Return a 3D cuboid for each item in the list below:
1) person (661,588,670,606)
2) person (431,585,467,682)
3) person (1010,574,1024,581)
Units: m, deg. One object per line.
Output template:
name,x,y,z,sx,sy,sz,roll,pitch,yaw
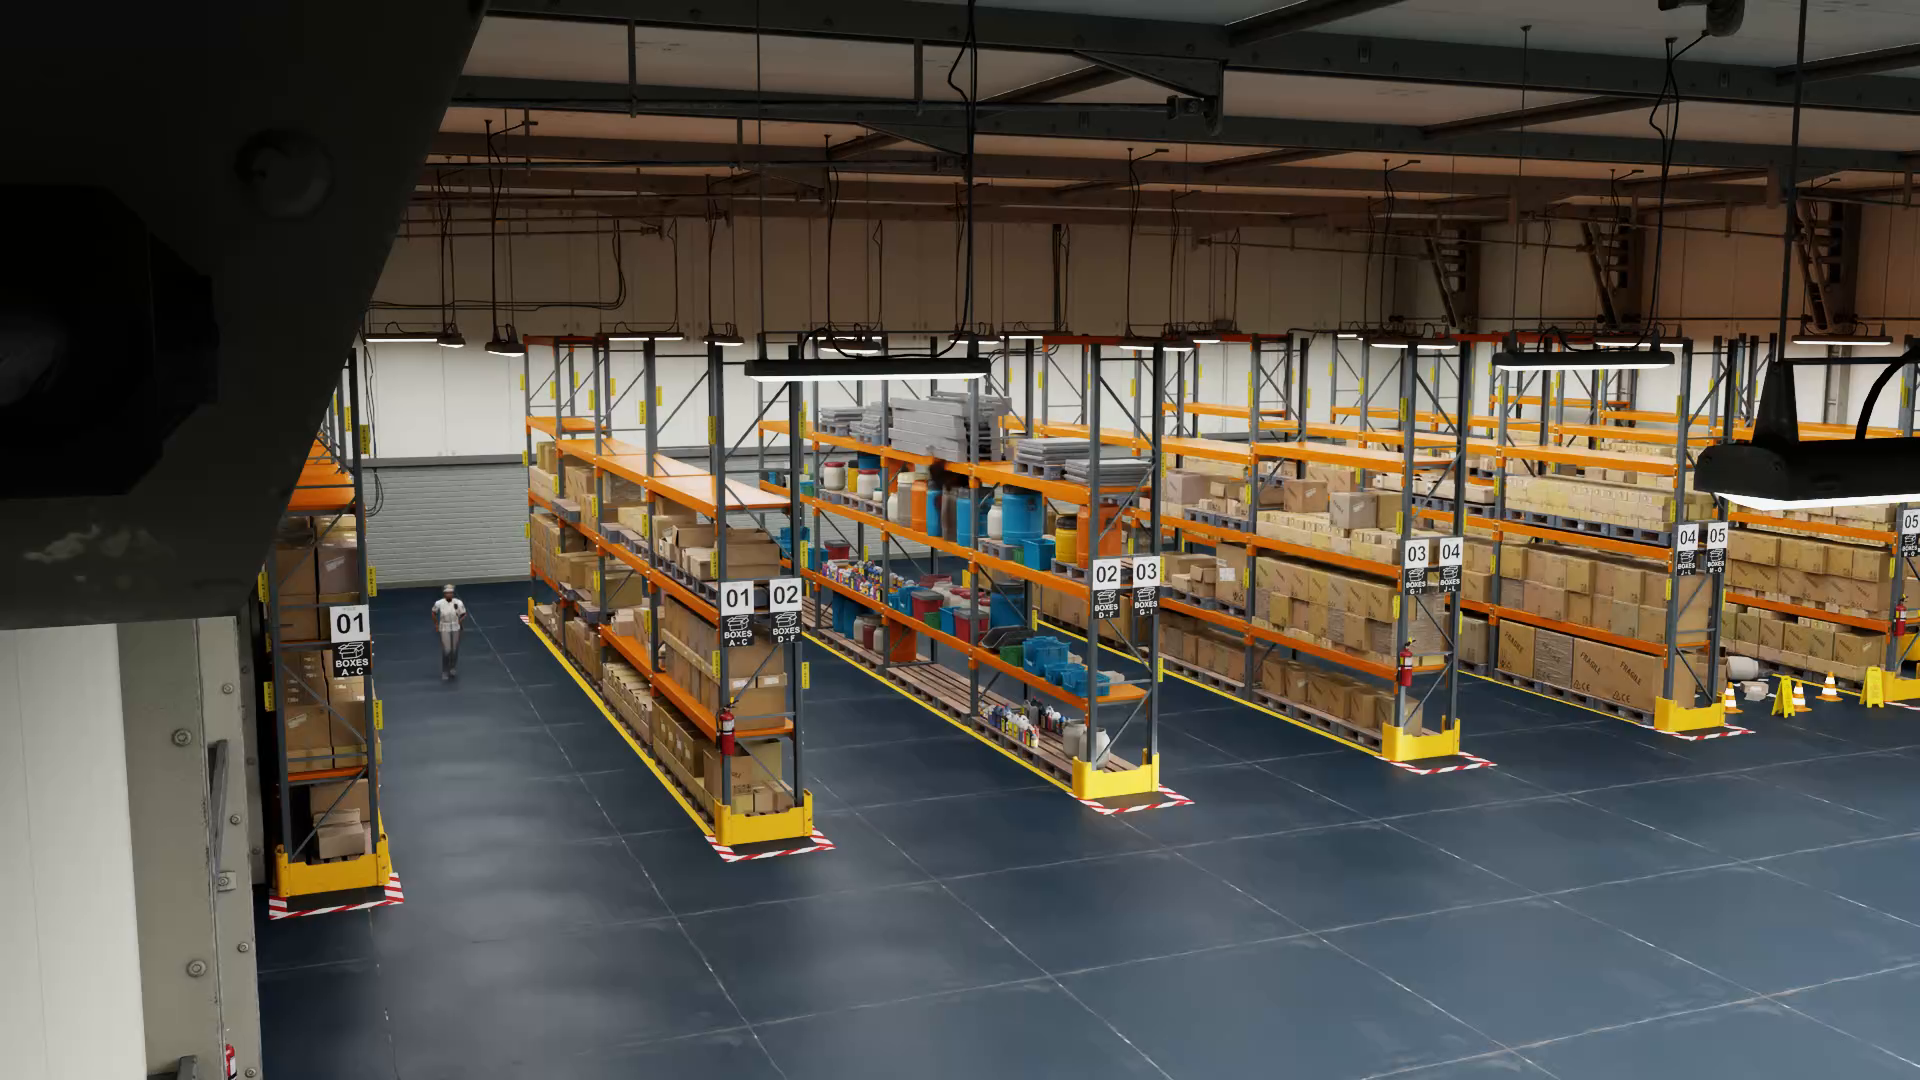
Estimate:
person,-6.048,0.972,34.123,0.551,1.689,0.689,-5,9,-31
person,-8.953,1.626,29.233,0.582,1.726,0.707,-4,8,-26
person,0.985,1.349,29.545,0.594,1.737,0.706,-4,8,-26
